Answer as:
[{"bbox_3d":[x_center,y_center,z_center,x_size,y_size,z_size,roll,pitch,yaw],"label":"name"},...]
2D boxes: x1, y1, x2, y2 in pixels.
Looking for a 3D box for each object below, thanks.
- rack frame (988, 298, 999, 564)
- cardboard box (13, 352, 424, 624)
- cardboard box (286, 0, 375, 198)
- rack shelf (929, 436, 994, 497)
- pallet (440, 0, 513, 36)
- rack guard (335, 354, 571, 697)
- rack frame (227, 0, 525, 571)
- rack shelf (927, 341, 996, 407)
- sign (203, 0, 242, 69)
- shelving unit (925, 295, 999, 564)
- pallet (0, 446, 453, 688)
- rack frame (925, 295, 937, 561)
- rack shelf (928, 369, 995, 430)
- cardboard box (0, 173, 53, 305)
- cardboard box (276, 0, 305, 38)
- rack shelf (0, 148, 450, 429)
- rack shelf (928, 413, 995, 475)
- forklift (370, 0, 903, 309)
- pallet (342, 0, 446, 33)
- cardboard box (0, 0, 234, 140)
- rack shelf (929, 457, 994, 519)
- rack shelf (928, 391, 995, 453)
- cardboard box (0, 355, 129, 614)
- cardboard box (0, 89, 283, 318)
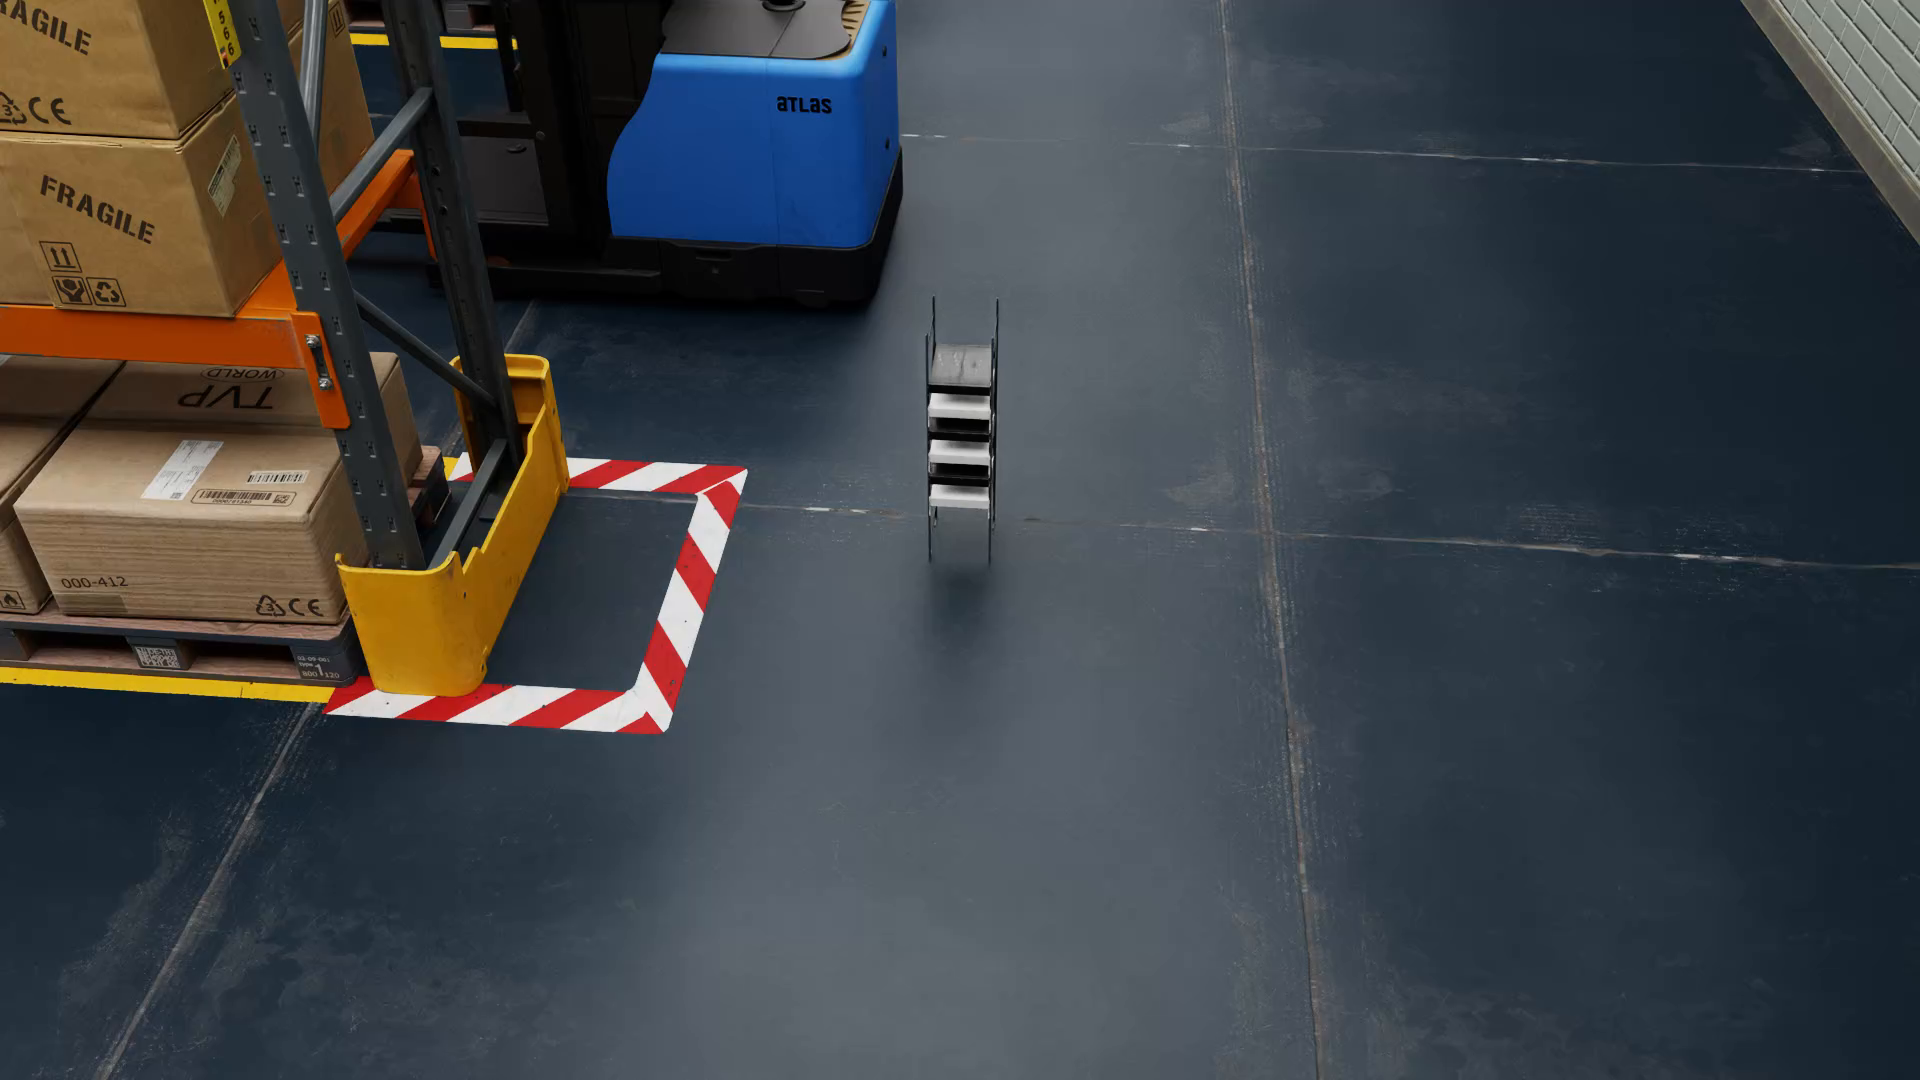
[{"bbox_3d":[0.109,-0.343,5.459,0.006,0.900,0.240,3,39,4],"label":"rack frame"},{"bbox_3d":[-2.314,-0.194,5.309,0.875,0.438,0.875,2,39,2],"label":"cardboard box"},{"bbox_3d":[-2.101,-1.297,4.888,0.500,0.500,0.500,3,39,3],"label":"cardboard box"},{"bbox_3d":[0.008,-0.253,5.543,0.200,0.077,0.258,3,39,4],"label":"rack shelf"},{"bbox_3d":[-2.203,-3.159,9.464,1.213,0.211,1.003,3,39,4],"label":"pallet"},{"bbox_3d":[-1.624,-0.081,5.453,0.348,0.500,1.175,3,39,4],"label":"rack guard"},{"bbox_3d":[-1.647,-1.051,4.665,0.127,3.000,1.000,3,39,4],"label":"rack frame"},{"bbox_3d":[0.008,-0.532,5.316,0.200,0.077,0.258,3,39,4],"label":"rack shelf"},{"bbox_3d":[-1.708,-1.252,3.807,0.005,0.325,0.100,3,39,4],"label":"sign"},{"bbox_3d":[0.008,-0.349,5.465,0.210,0.900,0.258,3,39,4],"label":"shelving unit"},{"bbox_3d":[-2.451,0.036,5.539,1.213,0.211,1.003,3,39,4],"label":"pallet"},{"bbox_3d":[-0.093,-0.354,5.472,0.006,0.900,0.240,3,39,4],"label":"rack frame"},{"bbox_3d":[0.008,-0.462,5.373,0.200,0.077,0.258,3,39,4],"label":"rack shelf"},{"bbox_3d":[-2.650,-0.987,4.507,0.500,0.500,0.500,2,39,3],"label":"cardboard box"},{"bbox_3d":[-2.101,-1.683,4.570,0.500,0.500,0.500,2,39,3],"label":"cardboard box"},{"bbox_3d":[-3.640,-0.881,5.026,4.000,0.370,1.077,3,39,4],"label":"rack shelf"},{"bbox_3d":[0.008,-0.323,5.486,0.200,0.077,0.258,3,39,4],"label":"rack shelf"},{"bbox_3d":[-1.811,-2.488,6.485,3.031,2.935,1.130,4,39,5],"label":"forklift"},{"bbox_3d":[-3.415,-3.227,9.548,1.213,0.211,1.003,3,39,4],"label":"pallet"},{"bbox_3d":[-2.148,-1.354,4.167,0.500,0.500,0.500,4,39,5],"label":"cardboard box"},{"bbox_3d":[0.008,-0.183,5.600,0.200,0.077,0.258,3,39,4],"label":"rack shelf"},{"bbox_3d":[0.008,-0.392,5.430,0.200,0.077,0.258,3,39,4],"label":"rack shelf"},{"bbox_3d":[-3.226,-0.238,5.363,0.875,0.438,0.875,4,39,5],"label":"cardboard box"},{"bbox_3d":[-2.151,-0.950,4.462,0.500,0.500,0.500,3,39,4],"label":"cardboard box"}]
